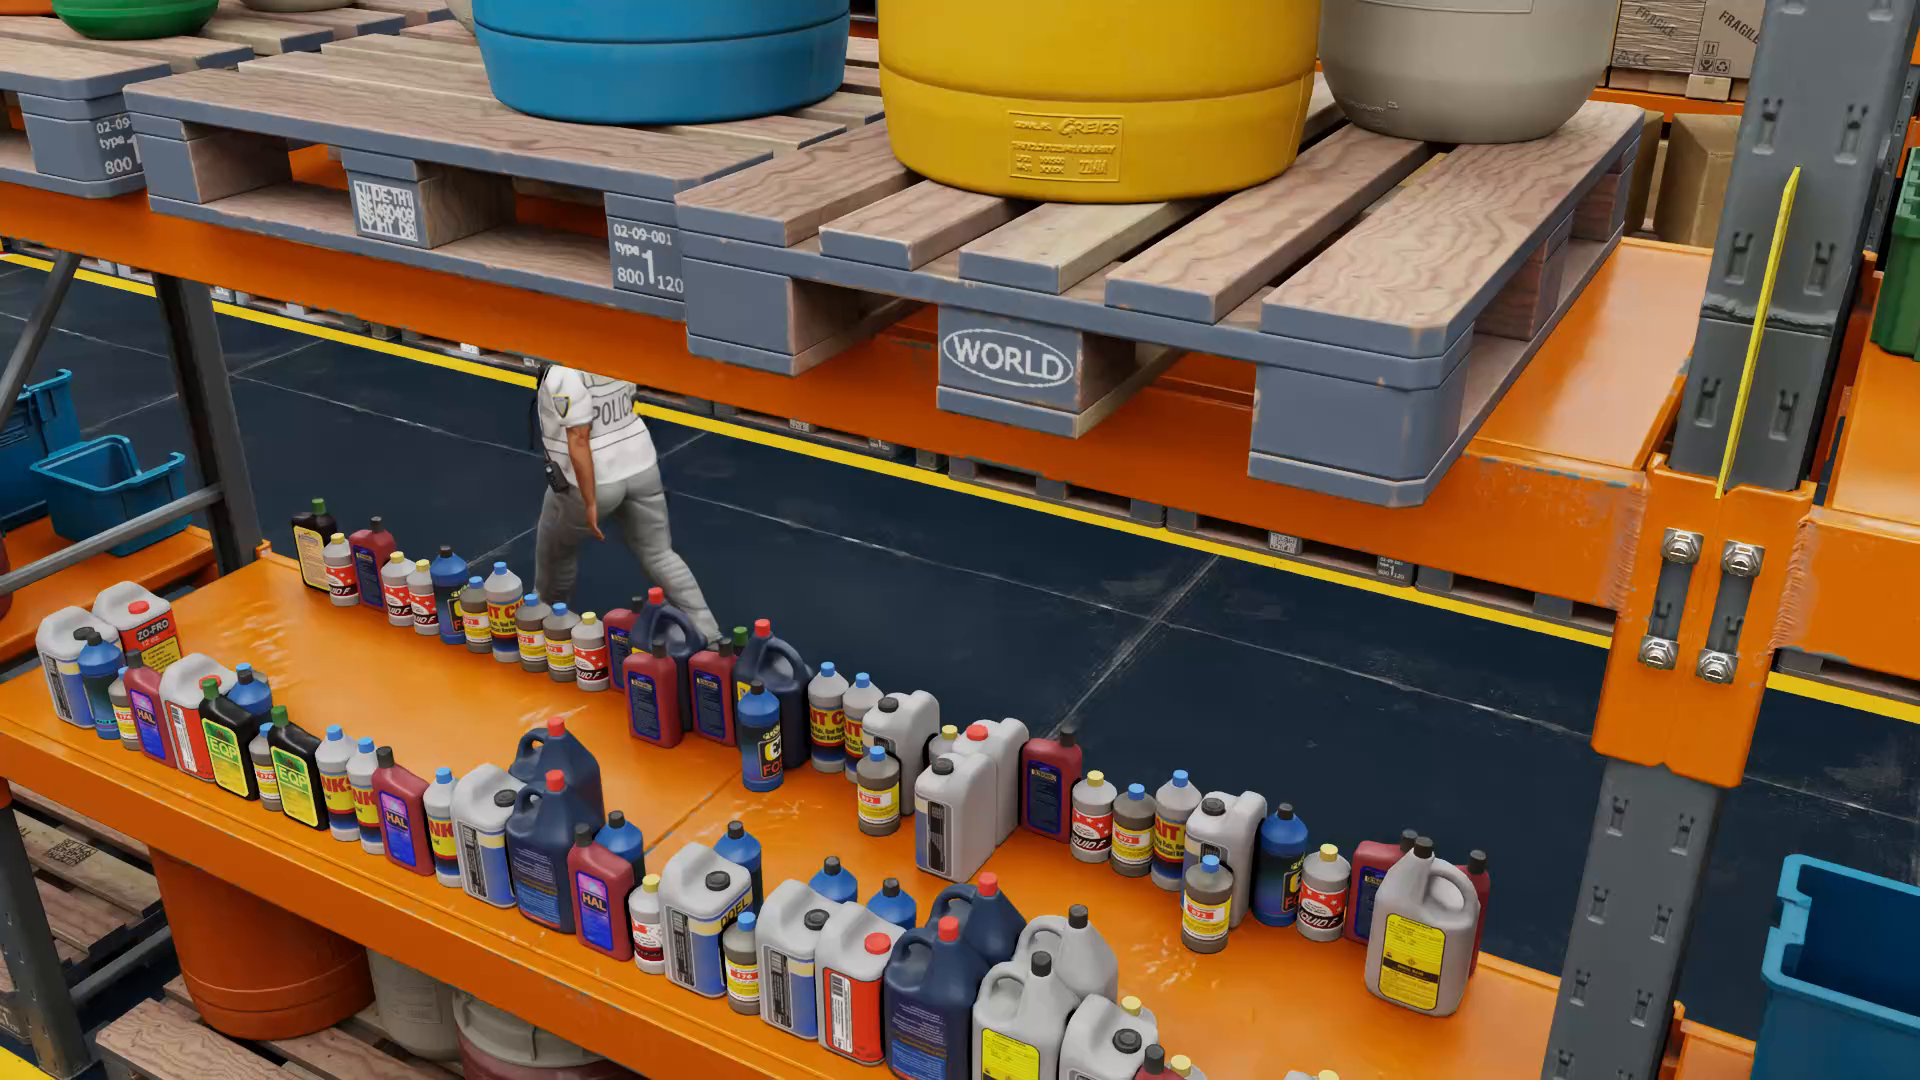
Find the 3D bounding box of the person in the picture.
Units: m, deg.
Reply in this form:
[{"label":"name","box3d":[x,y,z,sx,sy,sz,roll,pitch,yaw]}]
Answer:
[{"label":"person","box3d":[-1.447,-0.276,6.674,1.075,1.589,0.513,18,32,32]}]
